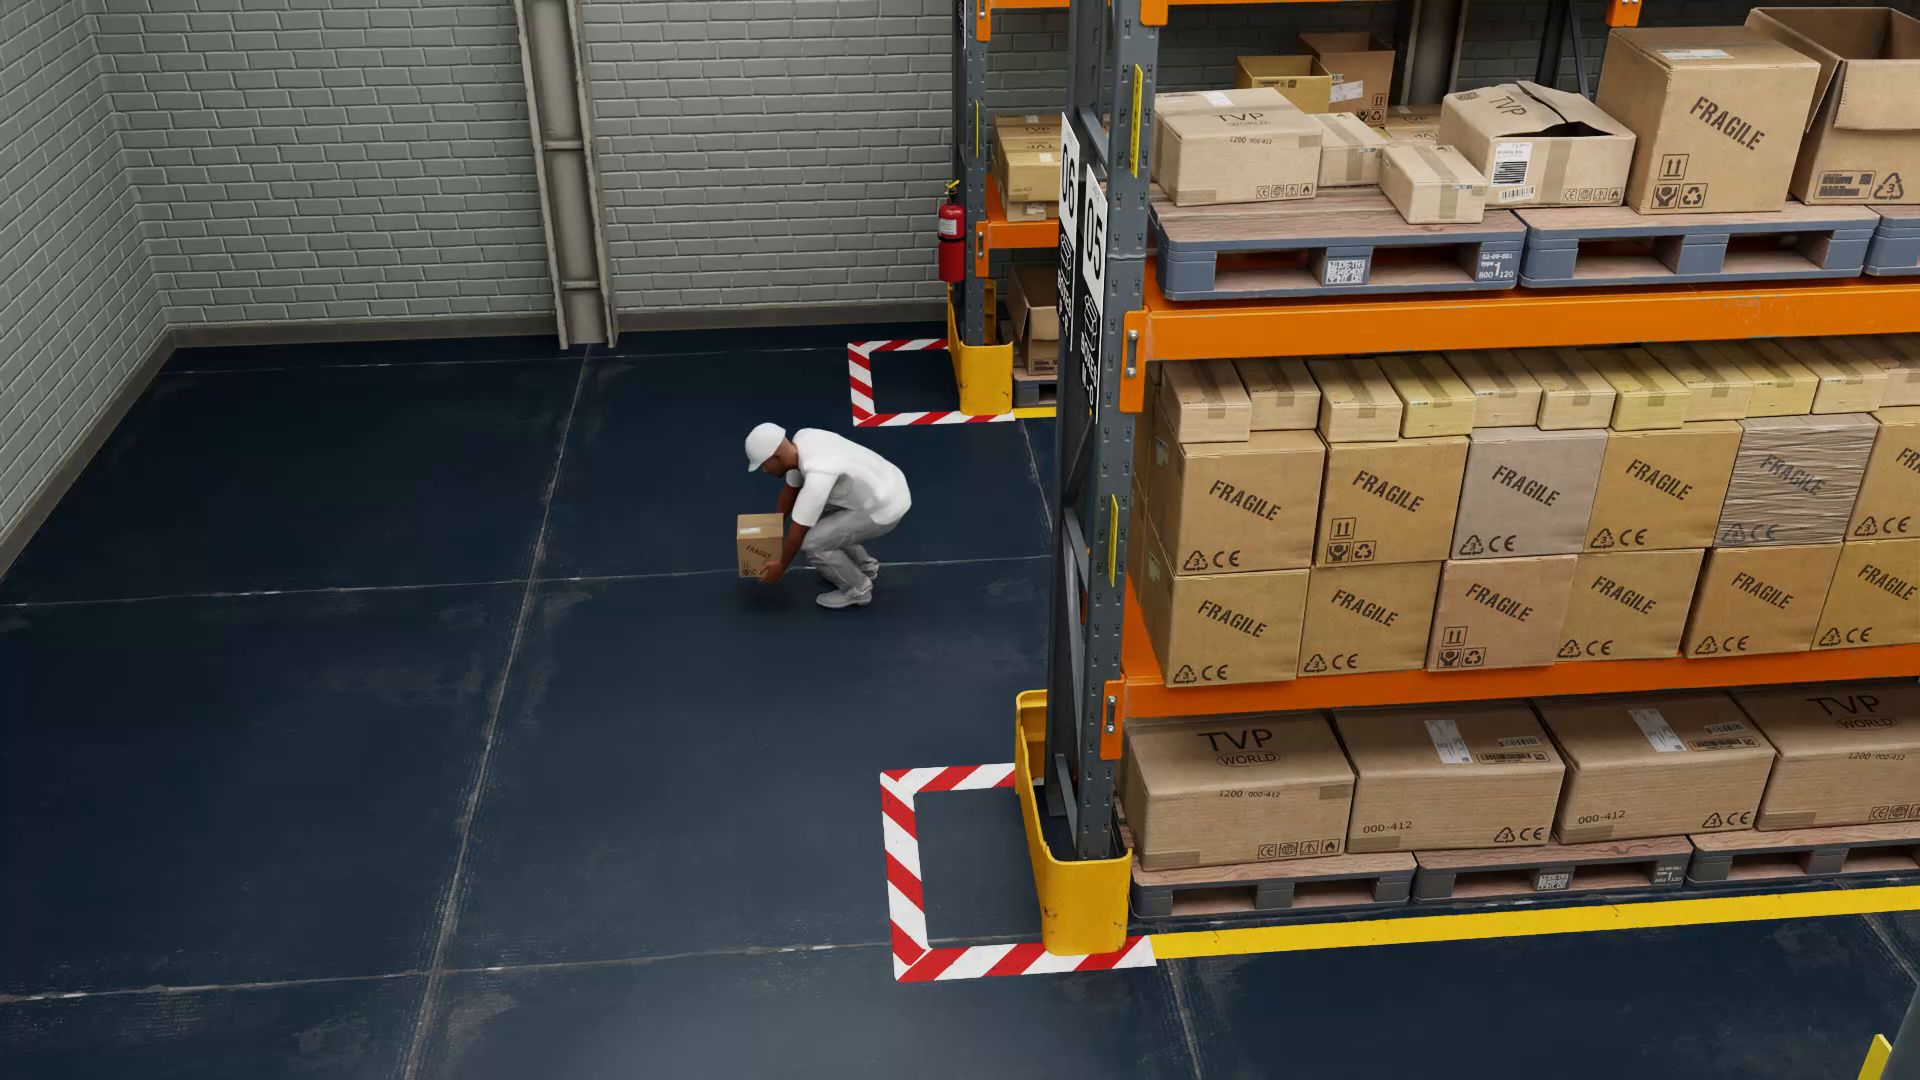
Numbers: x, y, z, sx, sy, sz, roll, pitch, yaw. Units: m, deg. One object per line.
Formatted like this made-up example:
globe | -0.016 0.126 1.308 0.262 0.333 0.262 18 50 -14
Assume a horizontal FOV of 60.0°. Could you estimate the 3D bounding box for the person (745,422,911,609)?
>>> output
person | -0.695 -0.156 8.936 0.867 1.091 0.599 -3 31 -5
